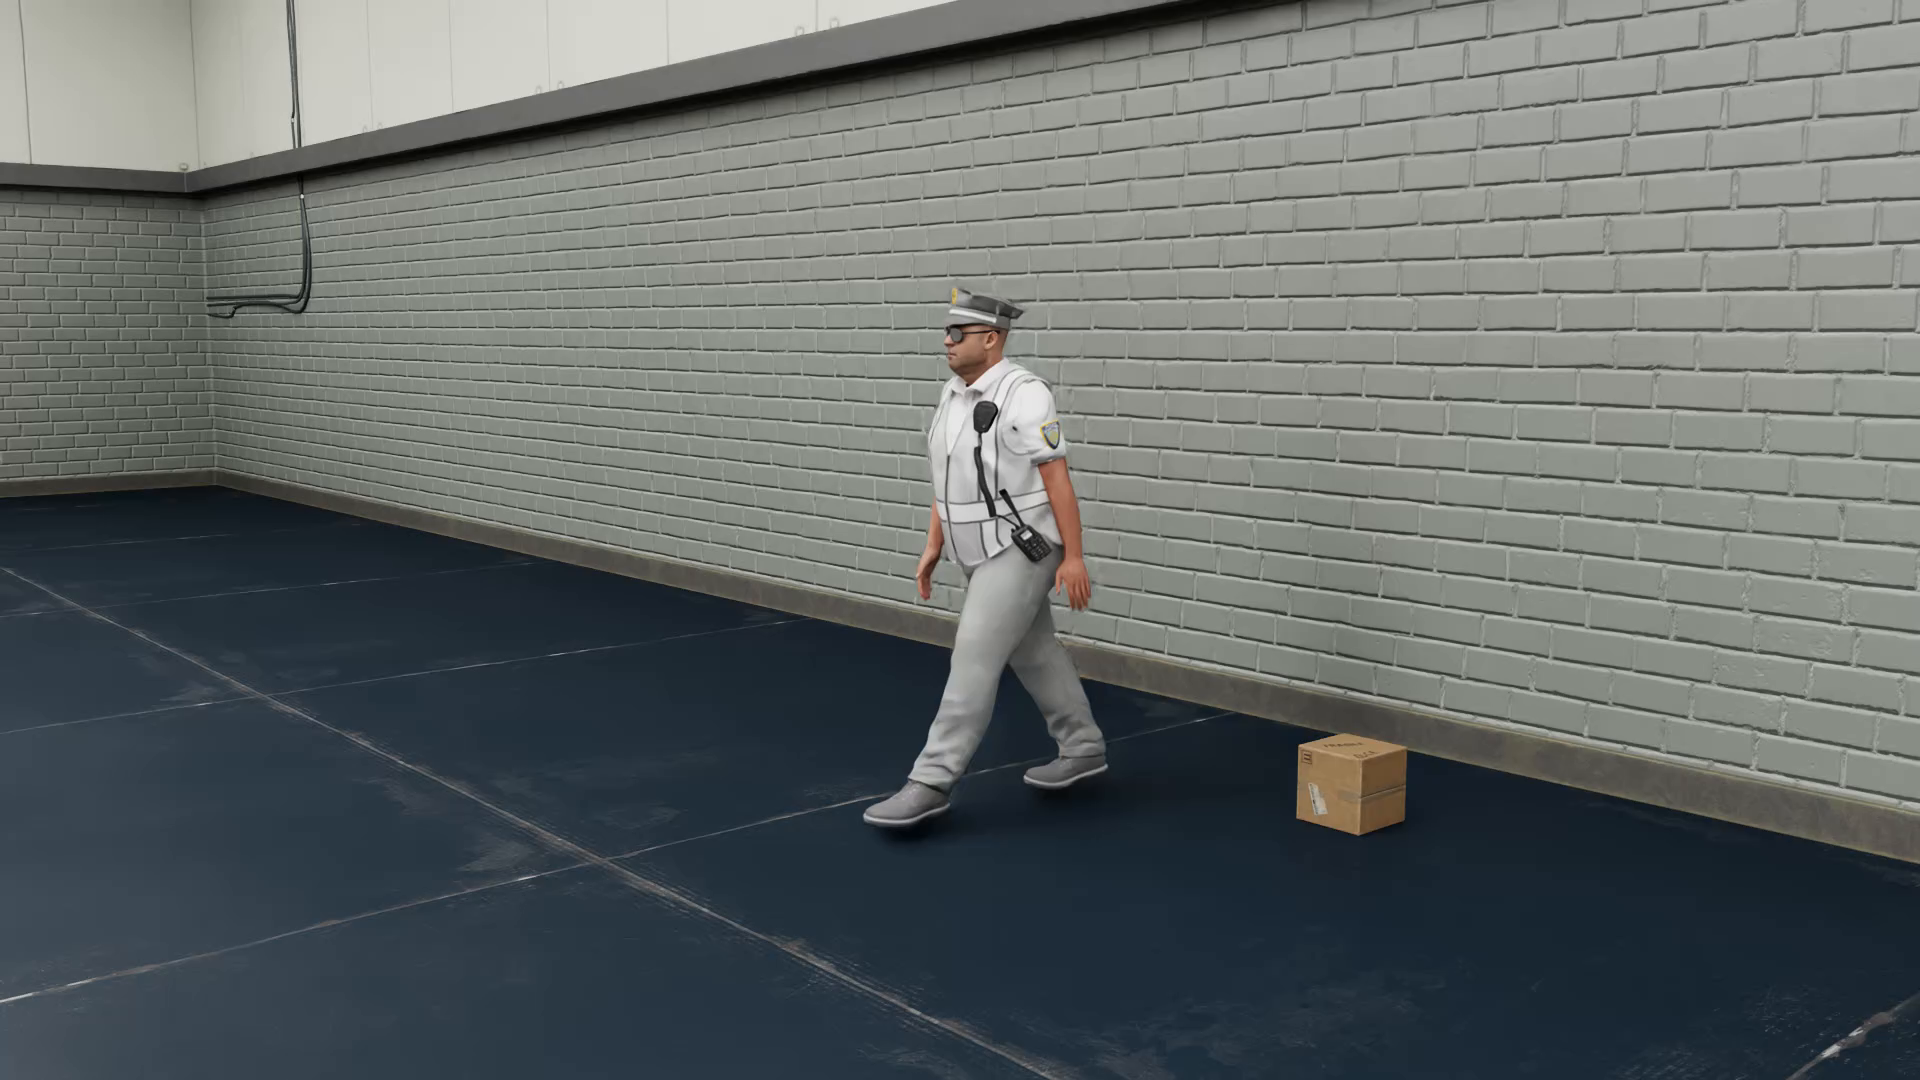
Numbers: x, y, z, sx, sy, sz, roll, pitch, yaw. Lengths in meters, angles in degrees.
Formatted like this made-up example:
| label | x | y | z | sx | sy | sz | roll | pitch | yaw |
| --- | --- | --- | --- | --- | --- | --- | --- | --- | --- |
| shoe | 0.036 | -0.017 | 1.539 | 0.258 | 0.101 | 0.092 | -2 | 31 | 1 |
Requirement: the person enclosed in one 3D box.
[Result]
| label | x | y | z | sx | sy | sz | roll | pitch | yaw |
| --- | --- | --- | --- | --- | --- | --- | --- | --- | --- |
| person | 0.076 | 0.021 | 5.484 | 1.004 | 1.701 | 0.570 | -4 | 8 | -26 |
